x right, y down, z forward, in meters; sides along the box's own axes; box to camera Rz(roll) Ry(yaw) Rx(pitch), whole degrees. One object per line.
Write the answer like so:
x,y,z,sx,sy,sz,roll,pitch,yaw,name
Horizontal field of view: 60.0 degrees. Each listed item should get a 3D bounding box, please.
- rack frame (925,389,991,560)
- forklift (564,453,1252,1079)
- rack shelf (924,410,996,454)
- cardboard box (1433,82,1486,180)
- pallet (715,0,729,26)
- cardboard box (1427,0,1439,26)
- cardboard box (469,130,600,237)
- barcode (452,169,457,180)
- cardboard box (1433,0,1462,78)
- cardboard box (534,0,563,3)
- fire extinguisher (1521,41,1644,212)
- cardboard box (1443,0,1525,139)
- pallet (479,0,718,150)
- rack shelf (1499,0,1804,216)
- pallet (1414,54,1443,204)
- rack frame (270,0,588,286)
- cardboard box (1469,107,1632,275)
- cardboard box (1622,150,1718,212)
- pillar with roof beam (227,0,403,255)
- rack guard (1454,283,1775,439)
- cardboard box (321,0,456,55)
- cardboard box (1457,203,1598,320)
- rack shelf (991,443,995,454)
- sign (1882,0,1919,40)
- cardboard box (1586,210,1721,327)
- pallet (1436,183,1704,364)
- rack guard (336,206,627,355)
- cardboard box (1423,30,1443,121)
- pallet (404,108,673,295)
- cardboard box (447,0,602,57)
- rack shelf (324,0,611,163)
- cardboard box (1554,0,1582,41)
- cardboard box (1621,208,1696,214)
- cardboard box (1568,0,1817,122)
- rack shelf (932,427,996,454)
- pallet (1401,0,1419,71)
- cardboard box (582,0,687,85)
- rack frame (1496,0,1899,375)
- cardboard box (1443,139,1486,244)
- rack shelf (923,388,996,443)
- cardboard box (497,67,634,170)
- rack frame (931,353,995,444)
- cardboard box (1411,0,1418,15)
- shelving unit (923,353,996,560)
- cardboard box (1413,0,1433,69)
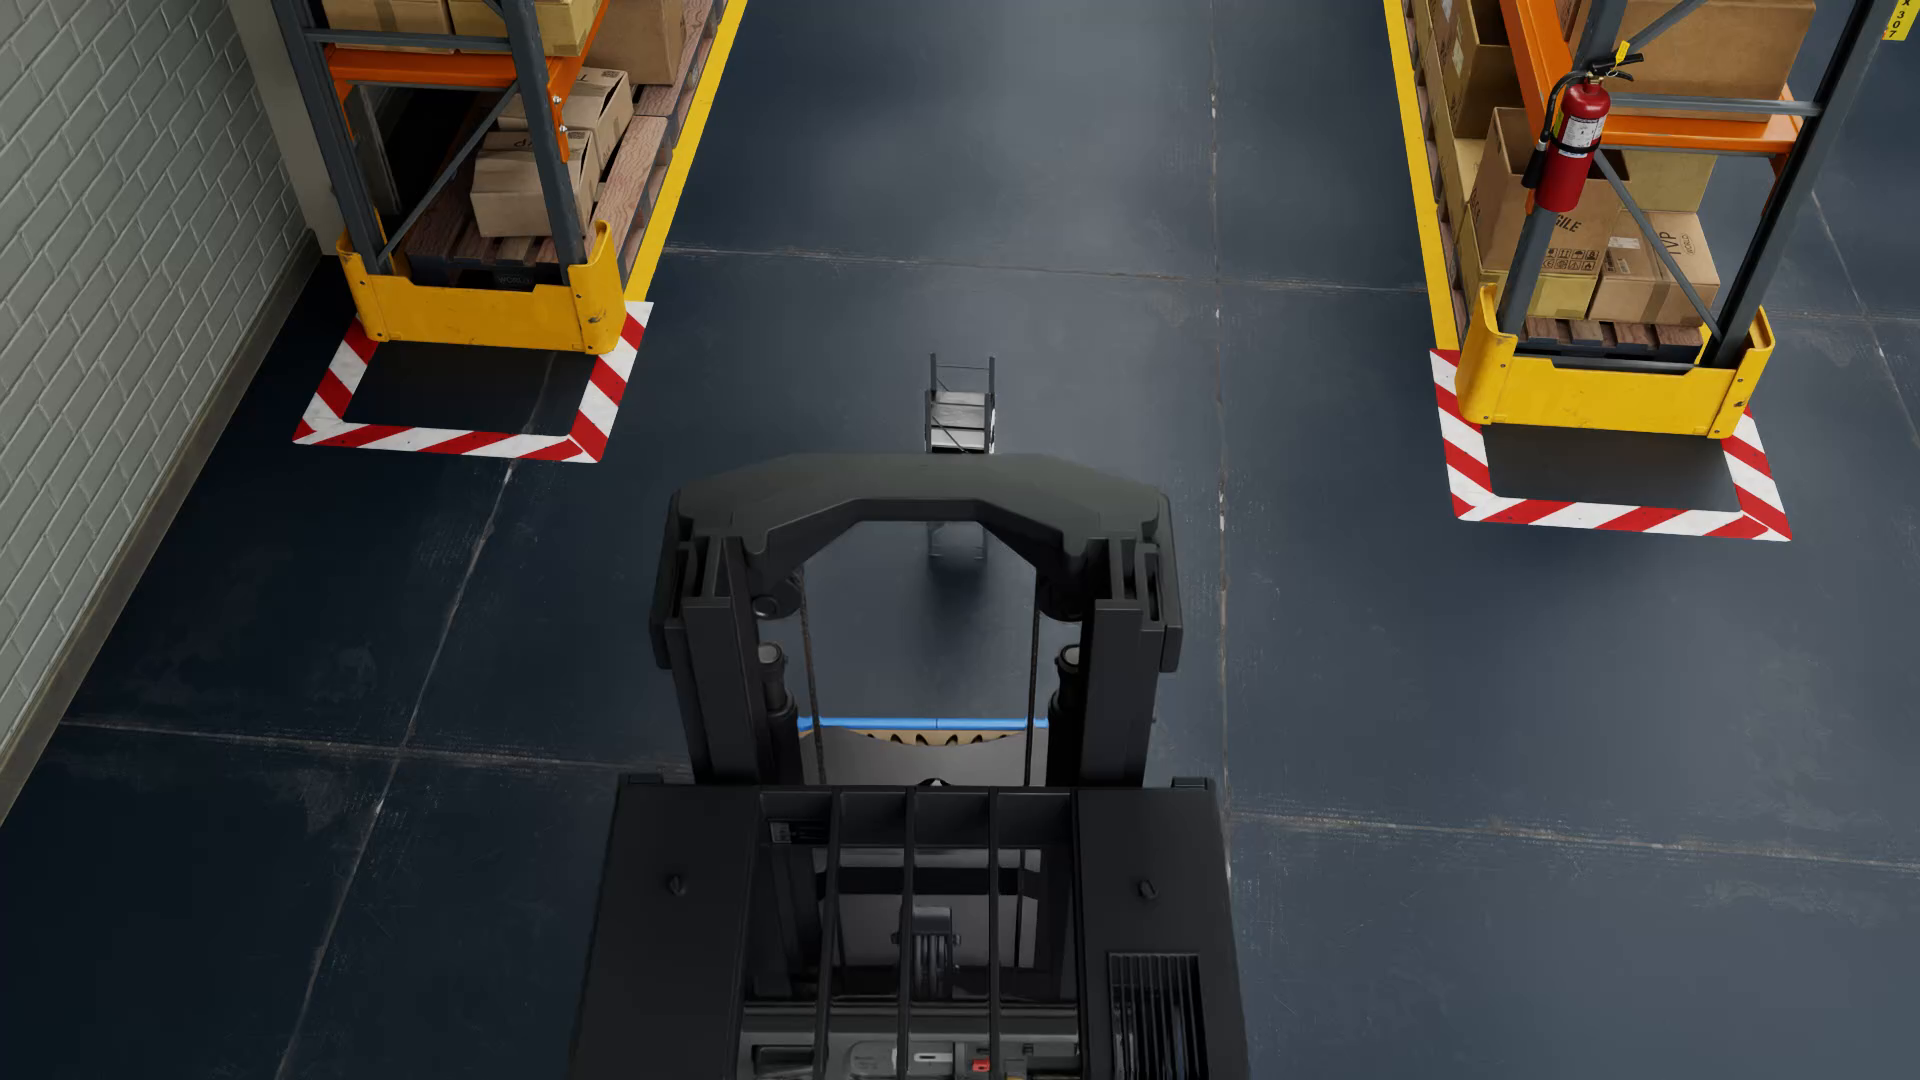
-0.009,-0.235,6.381,0.240,0.900,0.006,4,48,4,rack frame
-0.080,1.345,3.560,1.130,2.935,3.031,0,48,0,forklift
0.001,-0.409,6.341,0.258,0.077,0.200,4,48,4,rack shelf
2.617,-1.992,8.144,0.500,0.250,0.500,4,48,4,cardboard box
-1.810,-3.461,9.799,1.003,0.211,1.213,4,48,4,pallet
2.704,-2.980,8.540,0.500,0.500,0.500,4,48,4,cardboard box
-1.996,-1.703,7.824,0.500,0.311,0.500,-1,48,-1,cardboard box
-2.393,-1.746,7.858,0.001,0.075,0.075,4,48,4,barcode
2.661,-2.613,8.203,0.500,0.500,0.500,4,48,4,cardboard box
-1.806,-2.499,6.609,0.500,0.500,0.500,4,48,4,cardboard box
2.311,-1.547,6.211,0.296,0.674,0.183,4,48,4,fire extinguisher
2.614,-2.245,7.868,0.500,0.500,0.500,4,48,4,cardboard box
-1.919,-2.563,8.977,1.003,0.211,1.213,4,48,4,pallet
2.967,-2.856,7.842,1.077,0.370,4.000,4,48,4,rack shelf
2.926,-2.146,8.596,1.003,0.211,1.213,4,48,4,pallet
-2.149,-1.959,6.535,1.000,3.000,0.127,4,48,4,rack frame
2.537,-1.510,7.195,0.500,0.500,0.500,4,48,4,cardboard box
3.099,-1.842,7.499,0.500,0.500,0.500,4,48,4,cardboard box
1.341,-4.267,4.580,9.100,9.000,0.400,4,48,4,pillar with roof beam
2.782,-0.767,7.139,1.175,0.500,0.348,4,48,4,rack guard
-2.299,-2.272,6.909,0.500,0.250,0.500,4,48,4,cardboard box
2.539,-1.256,7.471,0.500,0.250,0.500,4,48,4,cardboard box
0.001,-0.287,6.474,0.258,0.077,0.200,4,48,4,rack shelf
3.337,-1.906,5.846,0.100,0.325,0.005,4,48,4,sign
3.055,-1.222,7.439,0.500,0.250,0.500,4,48,4,cardboard box
2.813,-1.252,7.778,1.003,0.211,1.213,4,48,4,pallet
-2.142,-1.171,7.508,1.175,0.500,0.348,4,48,4,rack guard
2.664,-2.359,8.480,0.500,0.250,0.500,4,48,4,cardboard box
-2.033,-1.668,8.159,1.003,0.211,1.213,4,48,4,pallet
-1.788,-2.252,6.891,0.500,0.250,0.500,3,48,2,cardboard box
-1.967,-3.186,8.145,1.077,0.370,4.000,4,48,4,rack shelf
2.883,-2.391,6.862,0.700,0.500,0.500,5,48,5,cardboard box
3.097,-1.589,7.776,0.500,0.250,0.500,4,48,4,cardboard box
2.840,-2.005,6.509,0.700,0.500,0.500,4,48,4,cardboard box
0.001,-0.348,6.408,0.258,0.077,0.200,4,48,4,rack shelf
3.035,-3.045,9.418,1.003,0.211,1.213,4,48,4,pallet
-1.828,-2.721,8.628,0.700,0.500,0.500,1,48,1,cardboard box
2.785,-1.629,6.233,1.000,3.000,0.127,4,48,4,rack frame
2.573,-1.625,7.808,0.500,0.250,0.500,4,48,4,cardboard box
0.001,-0.469,6.275,0.258,0.077,0.200,4,48,4,rack shelf
-1.944,-2.121,8.207,0.500,0.311,0.500,7,48,7,cardboard box
0.010,-0.384,6.518,0.240,0.900,0.006,4,48,4,rack frame
2.754,-3.094,9.152,0.500,0.250,0.500,4,48,4,cardboard box
0.001,-0.310,6.449,0.258,0.900,0.210,4,48,4,shelving unit
2.704,-2.727,8.816,0.500,0.250,0.500,4,48,4,cardboard box
